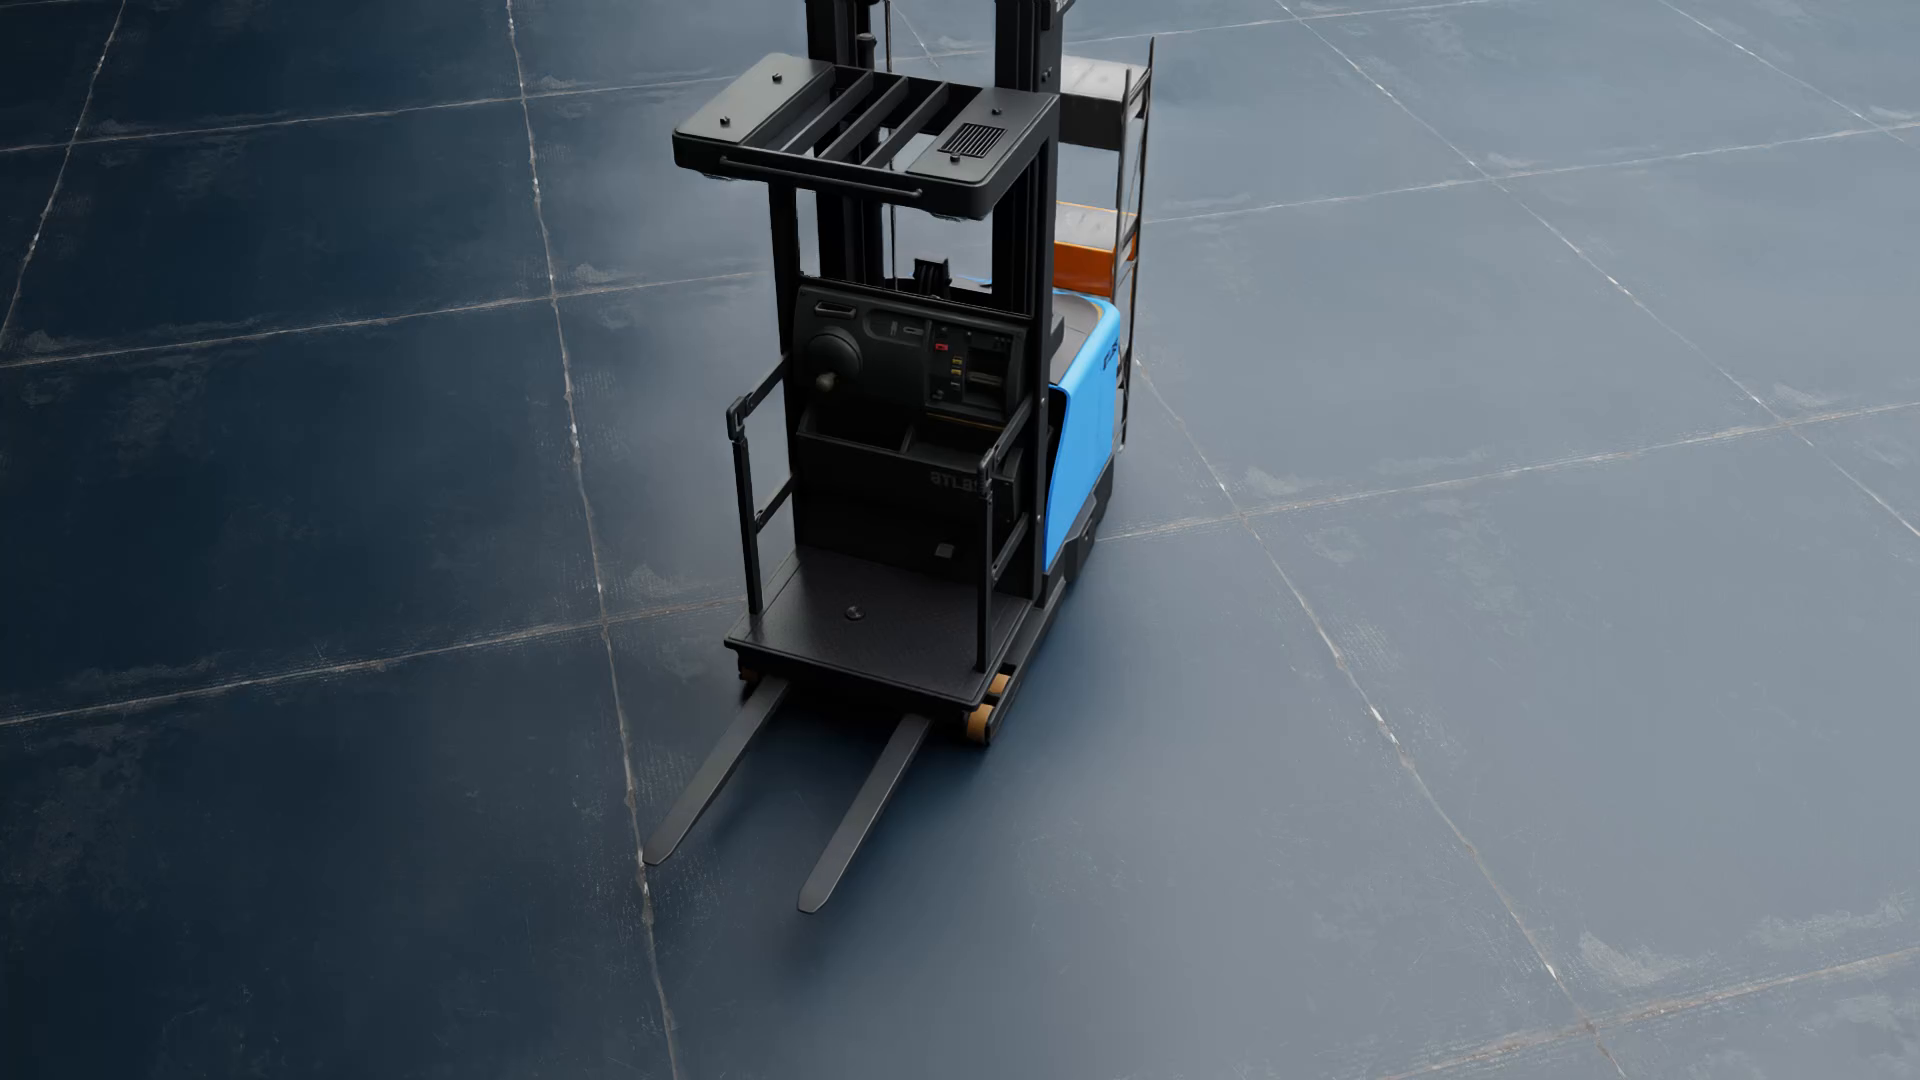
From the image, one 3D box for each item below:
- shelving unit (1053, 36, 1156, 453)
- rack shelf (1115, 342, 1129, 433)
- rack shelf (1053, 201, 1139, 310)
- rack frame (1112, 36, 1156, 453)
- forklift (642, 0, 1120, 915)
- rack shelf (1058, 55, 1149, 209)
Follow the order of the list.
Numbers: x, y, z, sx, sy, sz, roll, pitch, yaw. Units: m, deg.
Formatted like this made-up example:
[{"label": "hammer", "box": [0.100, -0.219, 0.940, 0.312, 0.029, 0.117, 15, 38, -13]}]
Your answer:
[{"label": "shelving unit", "box": [0.531, -1.262, 7.671, 0.503, 2.100, 0.431, 13, 39, 17]}, {"label": "rack shelf", "box": [0.531, -0.695, 8.105, 0.480, 0.518, 0.431, 13, 39, 17]}, {"label": "rack shelf", "box": [0.531, -1.251, 7.680, 0.480, 0.518, 0.431, 13, 39, 17]}, {"label": "rack frame", "box": [0.759, -1.209, 7.602, 0.015, 2.100, 0.400, 13, 39, 17]}, {"label": "forklift", "box": [-0.276, -0.634, 6.167, 1.130, 2.935, 3.031, 13, 39, 17]}, {"label": "rack shelf", "box": [0.531, -1.807, 7.254, 0.480, 0.518, 0.431, 13, 39, 17]}]
